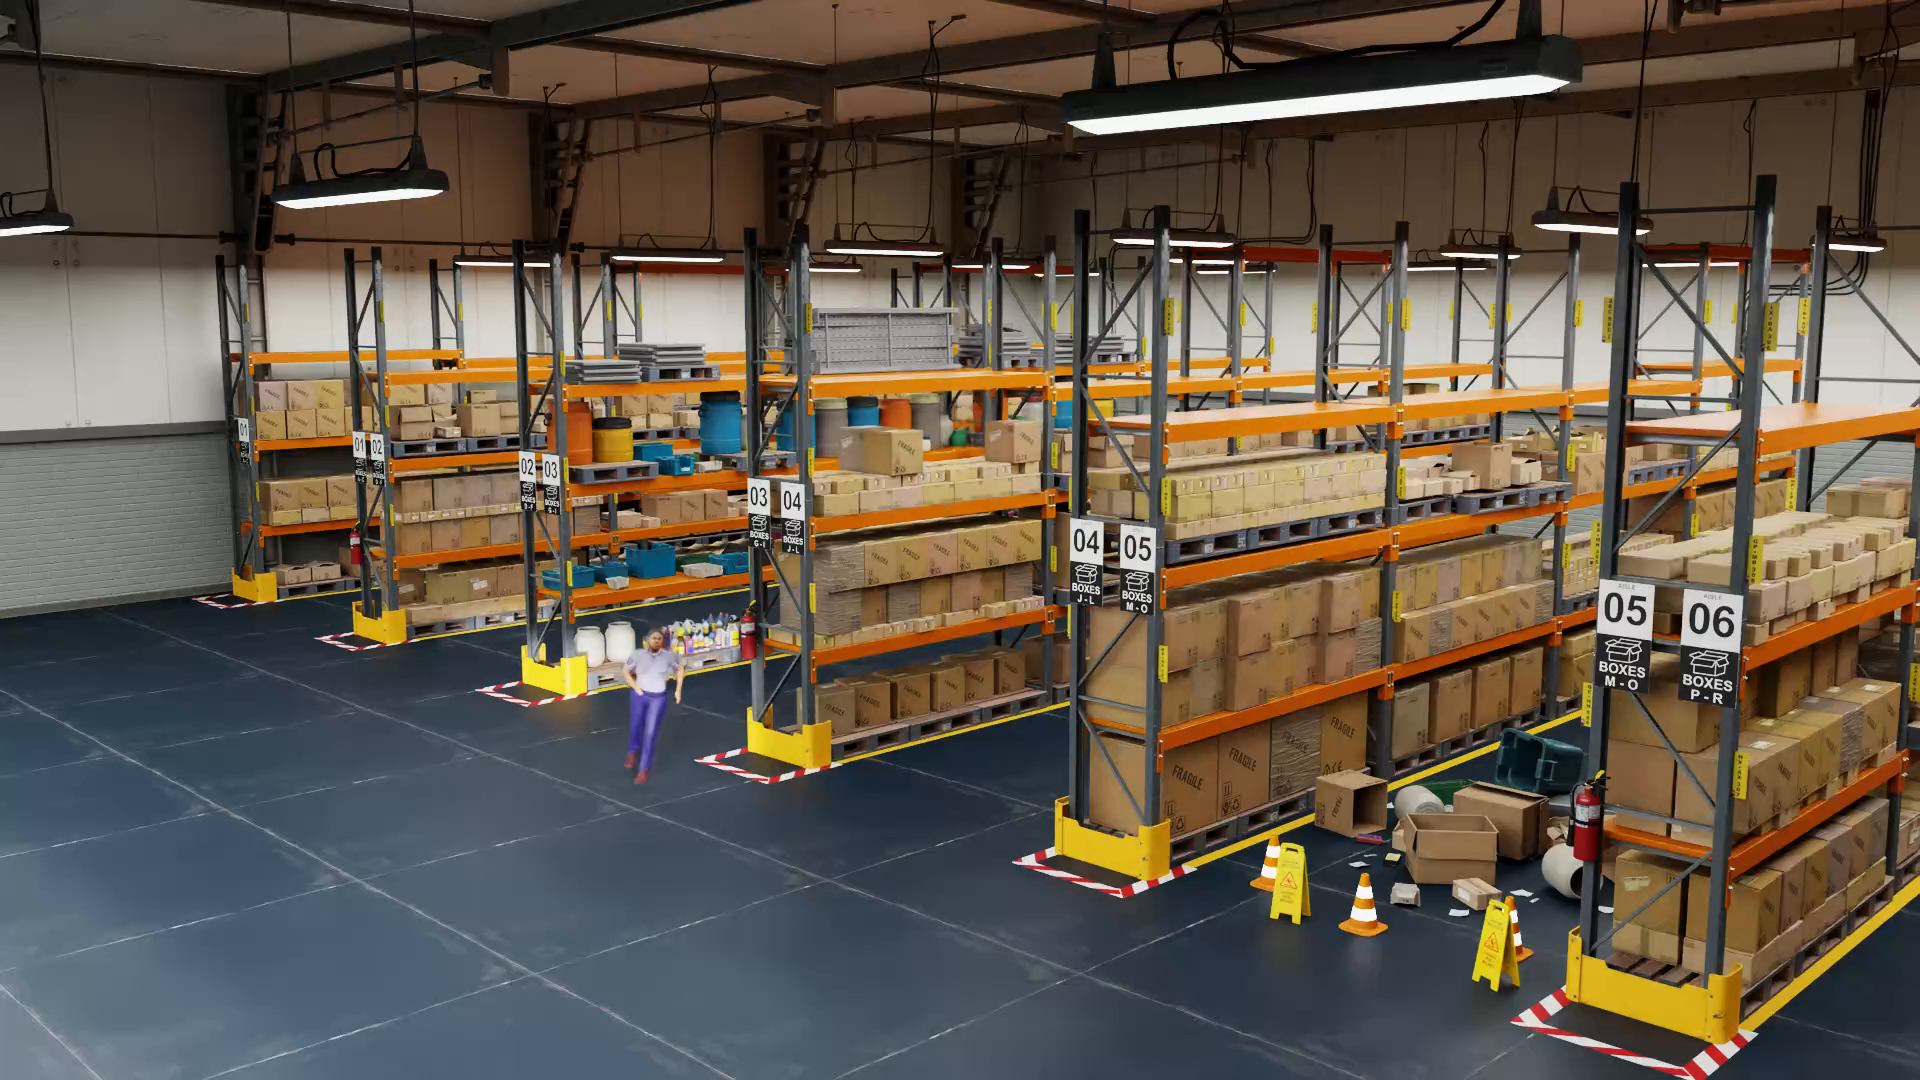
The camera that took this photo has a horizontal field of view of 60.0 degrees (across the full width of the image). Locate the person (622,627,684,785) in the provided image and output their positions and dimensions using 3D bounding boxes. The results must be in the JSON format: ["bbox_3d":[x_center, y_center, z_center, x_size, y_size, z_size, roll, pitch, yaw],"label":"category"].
[{"bbox_3d":[-3.385,1.772,18.246,0.691,1.641,0.867,-1,8,-4],"label":"person"}]
